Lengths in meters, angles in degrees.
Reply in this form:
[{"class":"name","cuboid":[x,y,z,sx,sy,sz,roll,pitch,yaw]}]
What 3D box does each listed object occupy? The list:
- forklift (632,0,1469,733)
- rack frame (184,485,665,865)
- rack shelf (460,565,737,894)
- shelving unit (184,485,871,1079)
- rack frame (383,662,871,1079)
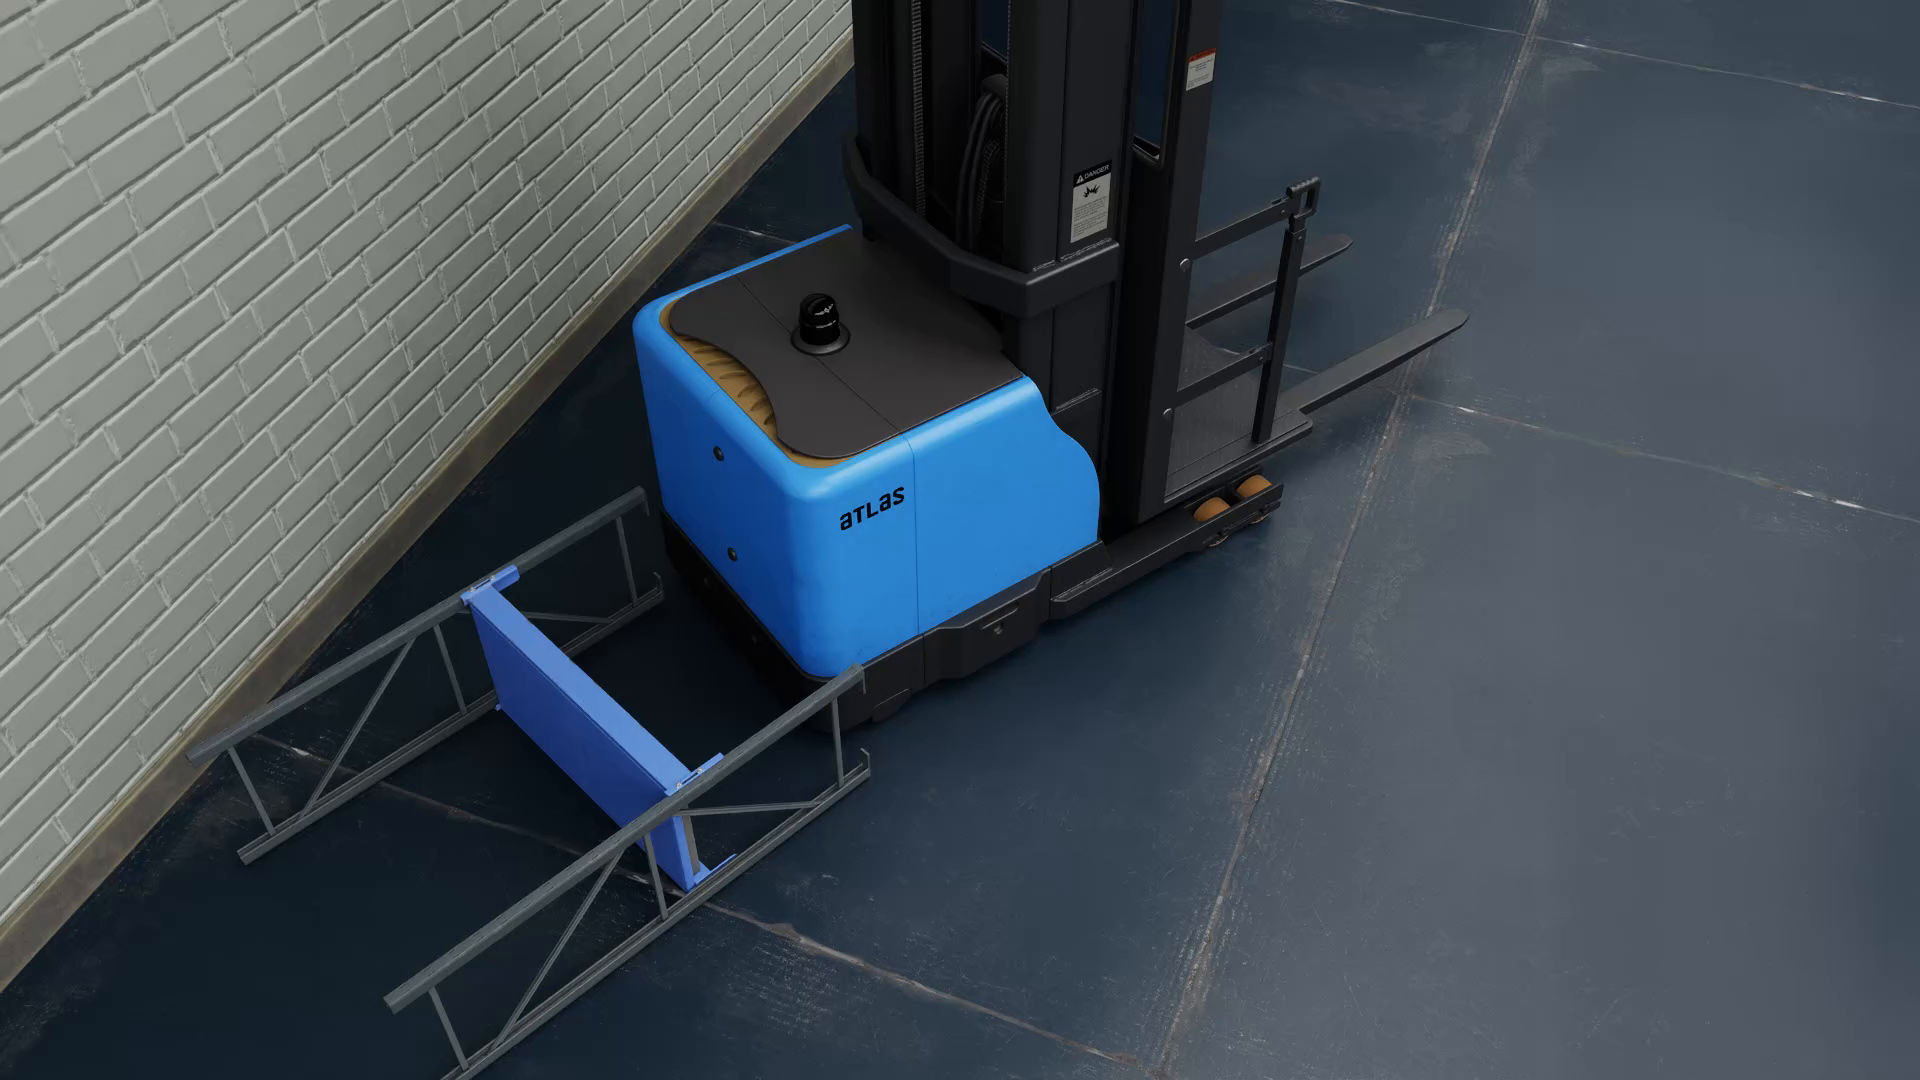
[{"class":"forklift","cuboid":[0.505,-1.296,4.974,3.031,2.935,1.130,-27,51,-24]},{"class":"rack frame","cuboid":[-1.527,0.383,4.983,1.500,0.500,0.032,-35,54,-30]},{"class":"rack shelf","cuboid":[-1.043,0.551,4.814,0.185,0.538,1.000,-35,54,-30]},{"class":"shelving unit","cuboid":[-1.172,0.640,4.725,1.500,0.538,1.048,-35,54,-30]},{"class":"rack frame","cuboid":[-0.817,0.896,4.468,1.500,0.500,0.032,-35,54,-30]}]
